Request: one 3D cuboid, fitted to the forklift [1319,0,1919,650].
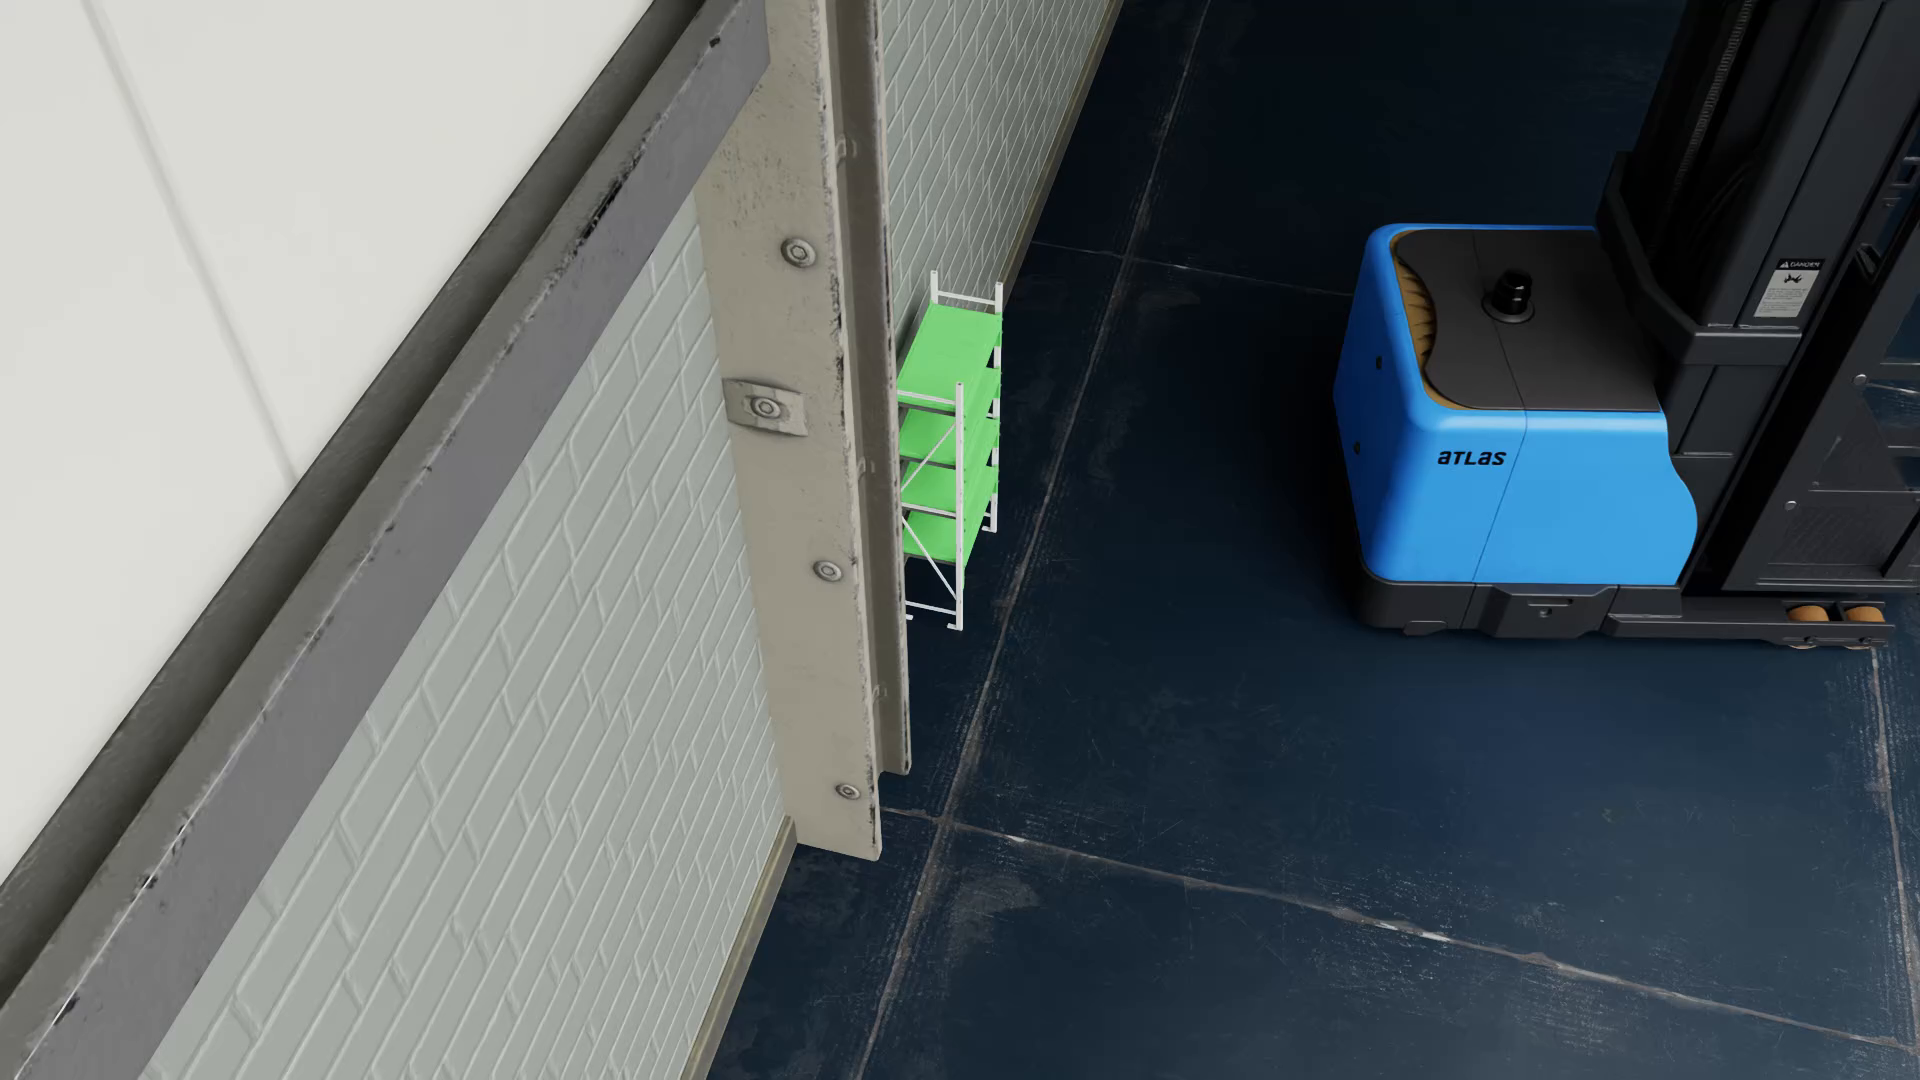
[{"bbox_3d":[2.911,-0.986,5.166,3.031,2.935,1.130,1,49,1],"label":"forklift"}]

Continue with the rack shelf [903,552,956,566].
[{"bbox_3d":[-0.044,-0.095,5.901,0.199,0.029,0.442,12,50,10],"label":"rack shelf"}]

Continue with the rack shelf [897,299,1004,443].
[{"bbox_3d":[-0.044,-0.553,5.382,0.258,0.148,0.480,12,50,10],"label":"rack shelf"}]

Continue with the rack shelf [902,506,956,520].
[{"bbox_3d":[-0.044,-0.254,5.721,0.199,0.029,0.442,12,50,10],"label":"rack shelf"}]

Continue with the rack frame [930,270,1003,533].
[{"bbox_3d":[0.021,-0.454,5.850,0.240,1.200,0.015,12,50,10],"label":"rack frame"}]

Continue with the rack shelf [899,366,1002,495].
[{"bbox_3d":[-0.044,-0.394,5.562,0.258,0.148,0.480,12,50,10],"label":"rack shelf"}]

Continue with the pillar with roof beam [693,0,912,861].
[{"bbox_3d":[3.791,-1.270,1.369,9.100,9.000,0.400,12,50,10],"label":"pillar with roof beam"}]

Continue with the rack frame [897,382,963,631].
[{"bbox_3d":[-0.108,-0.101,5.539,0.240,1.200,0.015,12,50,10],"label":"rack frame"}]

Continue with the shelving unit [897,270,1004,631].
[{"bbox_3d":[-0.044,-0.277,5.694,0.258,1.200,0.503,12,50,10],"label":"shelving unit"}]
